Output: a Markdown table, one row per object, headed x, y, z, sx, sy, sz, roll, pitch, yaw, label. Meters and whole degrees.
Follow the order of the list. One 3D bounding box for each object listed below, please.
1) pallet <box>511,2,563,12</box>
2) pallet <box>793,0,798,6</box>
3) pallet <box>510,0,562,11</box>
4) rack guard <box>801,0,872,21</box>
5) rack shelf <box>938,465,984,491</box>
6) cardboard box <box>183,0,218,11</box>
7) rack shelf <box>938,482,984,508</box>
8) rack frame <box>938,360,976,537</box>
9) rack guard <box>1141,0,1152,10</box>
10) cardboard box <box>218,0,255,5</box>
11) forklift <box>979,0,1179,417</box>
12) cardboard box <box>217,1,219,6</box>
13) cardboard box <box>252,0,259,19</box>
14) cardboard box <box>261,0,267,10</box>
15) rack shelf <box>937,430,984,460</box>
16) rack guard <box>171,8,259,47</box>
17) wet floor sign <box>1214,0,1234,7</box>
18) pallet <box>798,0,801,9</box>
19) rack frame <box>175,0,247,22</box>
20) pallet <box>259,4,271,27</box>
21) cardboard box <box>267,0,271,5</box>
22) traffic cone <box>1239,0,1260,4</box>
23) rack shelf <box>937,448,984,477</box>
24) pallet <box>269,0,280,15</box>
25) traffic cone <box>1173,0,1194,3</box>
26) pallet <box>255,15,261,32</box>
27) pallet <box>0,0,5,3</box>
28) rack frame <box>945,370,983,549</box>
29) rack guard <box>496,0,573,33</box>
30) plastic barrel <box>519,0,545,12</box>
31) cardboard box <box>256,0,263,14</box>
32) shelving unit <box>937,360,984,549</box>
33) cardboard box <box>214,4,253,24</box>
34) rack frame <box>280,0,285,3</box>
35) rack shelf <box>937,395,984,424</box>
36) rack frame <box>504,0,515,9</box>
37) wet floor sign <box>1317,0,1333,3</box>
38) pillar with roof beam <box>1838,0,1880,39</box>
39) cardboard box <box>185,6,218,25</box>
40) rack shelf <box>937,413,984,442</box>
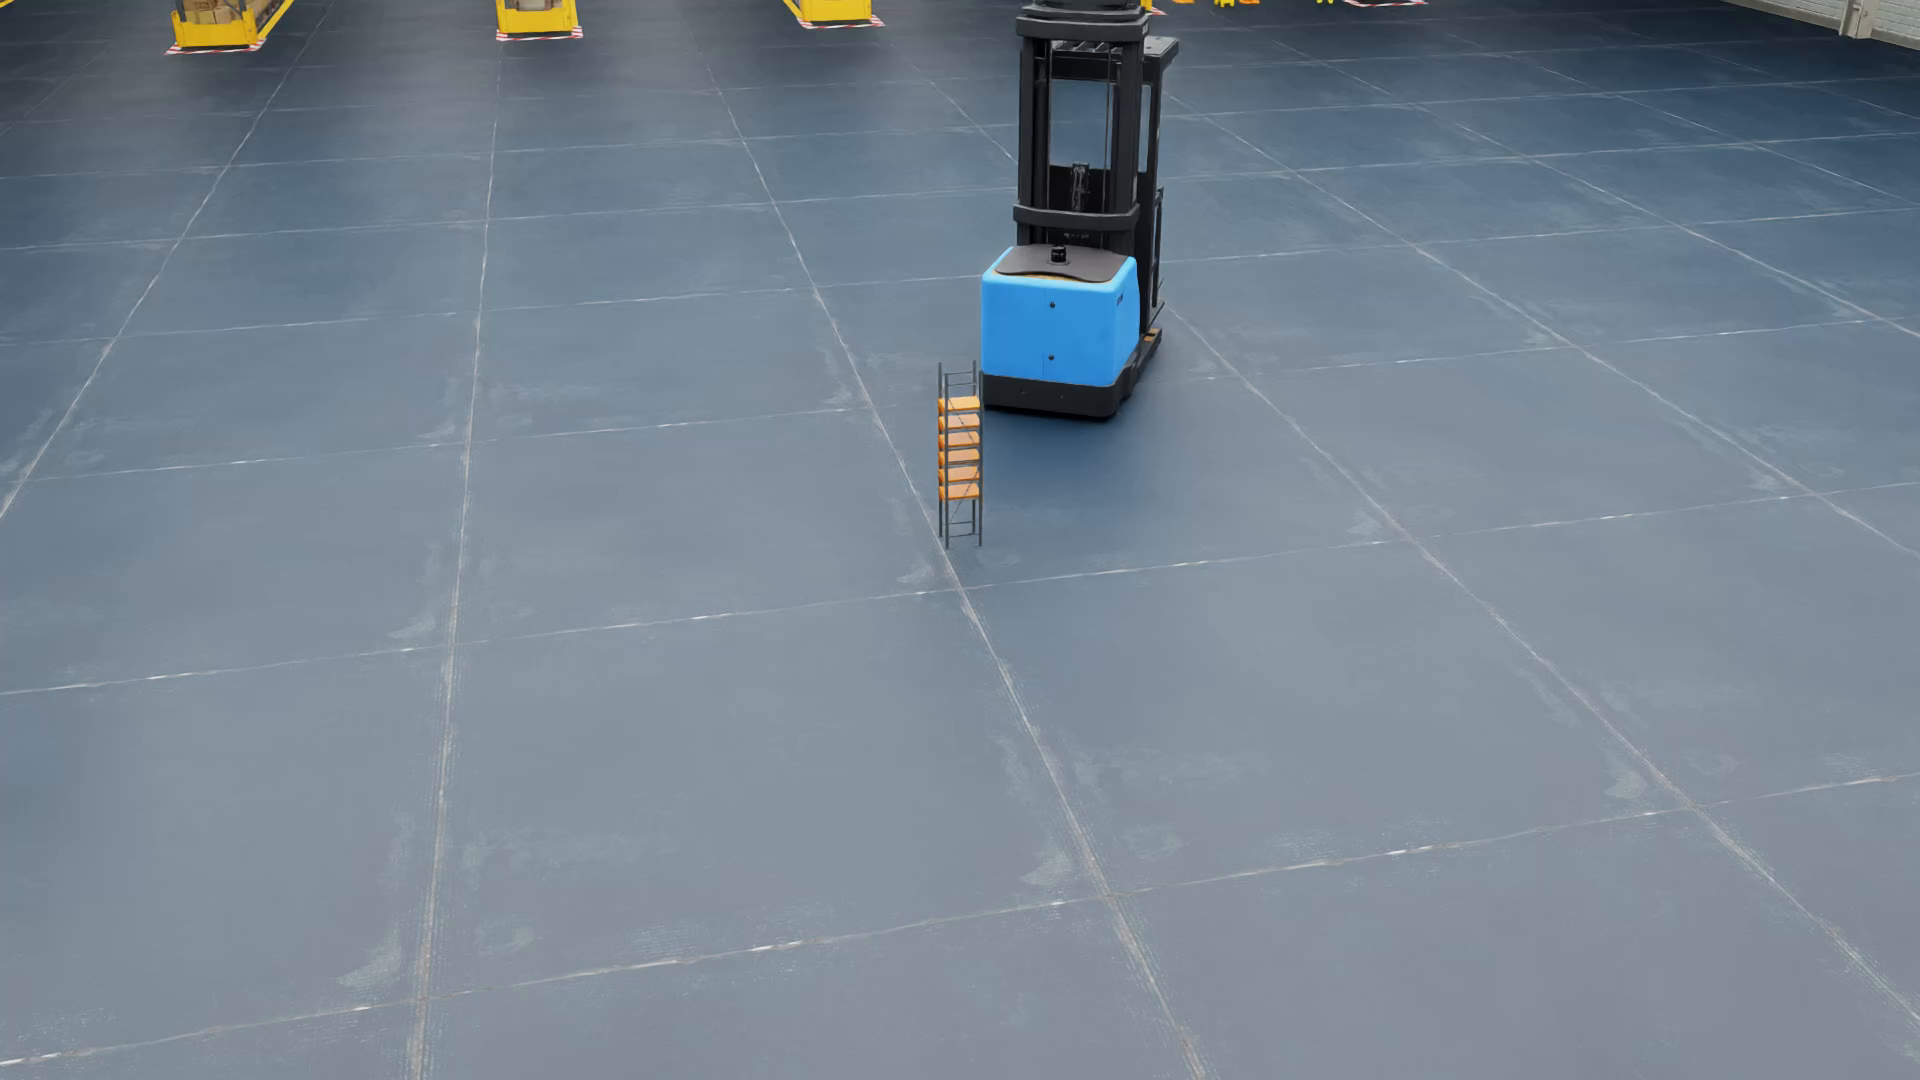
| x | y | z | sx | sy | sz | roll | pitch | yaw | label |
| --- | --- | --- | --- | --- | --- | --- | --- | --- | --- |
| -7.157 | -8.850 | 28.050 | 1.003 | 0.211 | 1.213 | -6 | 27 | -12 | pallet |
| -2.528 | -9.896 | 30.121 | 1.003 | 0.211 | 1.213 | -6 | 27 | -12 | pallet |
| -7.428 | -9.385 | 29.110 | 1.003 | 0.211 | 1.213 | -6 | 27 | -12 | pallet |
| -2.108 | -9.130 | 28.284 | 1.175 | 0.500 | 0.348 | -6 | 27 | -12 | rack guard |
| 0.003 | -0.382 | 10.541 | 0.258 | 0.103 | 0.180 | -6 | 27 | -12 | rack shelf |
| -12.154 | -8.708 | 26.427 | 0.500 | 0.500 | 0.500 | -6 | 27 | -12 | cardboard box |
| 0.003 | -0.275 | 10.595 | 0.258 | 0.103 | 0.180 | -6 | 27 | -12 | rack shelf |
| -0.017 | -0.569 | 10.547 | 0.240 | 1.200 | 0.006 | -6 | 27 | -12 | rack frame |
| 2.770 | -9.545 | 29.107 | 1.175 | 0.500 | 0.348 | -6 | 27 | -12 | rack guard |
| -11.761 | -8.980 | 26.966 | 0.500 | 0.500 | 0.500 | -6 | 27 | -12 | cardboard box |
| 1.061 | -2.873 | 13.189 | 1.130 | 2.935 | 3.031 | 8 | 28 | 15 | forklift |
| -12.276 | -8.592 | 27.029 | 0.500 | 0.250 | 0.500 | -6 | 27 | -12 | cardboard box |
| -11.763 | -8.645 | 27.135 | 0.500 | 0.250 | 0.500 | -6 | 27 | -12 | cardboard box |
| -11.983 | -9.085 | 28.006 | 0.500 | 0.250 | 0.500 | -6 | 27 | -12 | cardboard box |
| 0.003 | -0.597 | 10.433 | 0.258 | 0.103 | 0.180 | -6 | 27 | -12 | rack shelf |
| -11.737 | -8.082 | 26.207 | 1.175 | 0.500 | 0.348 | -6 | 27 | -12 | rack guard |
| 4.700 | -9.809 | 29.468 | 0.267 | 0.644 | 0.232 | -11 | 29 | -20 | wet floor sign |
| -2.256 | -9.361 | 29.062 | 1.003 | 0.211 | 1.213 | -6 | 27 | -12 | pallet |
| -11.743 | -9.208 | 25.665 | 1.000 | 3.000 | 0.127 | -6 | 27 | -12 | rack frame |
| -12.227 | -8.829 | 28.009 | 1.003 | 0.211 | 1.213 | -6 | 27 | -12 | pallet |
| -12.097 | -9.304 | 28.440 | 0.500 | 0.250 | 0.500 | -6 | 27 | -12 | cardboard box |
| 5.206 | -9.882 | 29.815 | 0.336 | 0.463 | 0.334 | -6 | 27 | -12 | traffic cone |
| 0.003 | -0.490 | 10.487 | 0.258 | 0.103 | 0.180 | -6 | 27 | -12 | rack shelf |
| -12.506 | -9.366 | 29.072 | 1.003 | 0.211 | 1.213 | -6 | 27 | -12 | pallet |
| 4.028 | -9.917 | 29.884 | 0.336 | 0.463 | 0.334 | -6 | 27 | -12 | traffic cone |
| -11.956 | -8.295 | 26.950 | 1.003 | 0.211 | 1.213 | -6 | 27 | -12 | pallet |
| -17.647 | -9.556 | 29.449 | 1.003 | 0.211 | 1.213 | -6 | 27 | -12 | pallet |
| 0.024 | -0.489 | 10.387 | 0.240 | 1.200 | 0.006 | -6 | 27 | -12 | rack frame |
| -6.979 | -8.622 | 27.278 | 1.175 | 0.500 | 0.348 | -6 | 27 | -12 | rack guard |
| -7.139 | -9.068 | 27.681 | 0.421 | 0.512 | 0.421 | 0 | 27 | 0 | plastic barrel |
| -11.875 | -8.865 | 27.570 | 0.500 | 0.250 | 0.500 | -6 | 27 | -12 | cardboard box |
| 0.003 | -0.529 | 10.467 | 0.258 | 1.200 | 0.189 | -6 | 27 | -12 | shelving unit |
| -11.647 | -8.426 | 26.701 | 0.500 | 0.250 | 0.500 | -6 | 27 | -12 | cardboard box |
| -12.644 | -10.964 | 29.144 | 1.000 | 3.000 | 0.127 | -6 | 27 | -12 | rack frame |
| 0.003 | -0.811 | 10.325 | 0.258 | 0.103 | 0.180 | -6 | 27 | -12 | rack shelf |
| -6.916 | -9.710 | 26.658 | 1.000 | 3.000 | 0.127 | -6 | 27 | -12 | rack frame |
| 6.565 | -9.976 | 29.798 | 0.267 | 0.644 | 0.232 | 3 | 27 | 6 | wet floor sign |
| 10.279 | -11.729 | 24.000 | 9.100 | 9.000 | 0.400 | -6 | 27 | -12 | pillar with roof beam |
| -12.152 | -8.374 | 26.596 | 0.500 | 0.250 | 0.500 | -6 | 27 | -12 | cardboard box |
| 0.003 | -0.704 | 10.379 | 0.258 | 0.103 | 0.180 | -6 | 27 | -12 | rack shelf |
